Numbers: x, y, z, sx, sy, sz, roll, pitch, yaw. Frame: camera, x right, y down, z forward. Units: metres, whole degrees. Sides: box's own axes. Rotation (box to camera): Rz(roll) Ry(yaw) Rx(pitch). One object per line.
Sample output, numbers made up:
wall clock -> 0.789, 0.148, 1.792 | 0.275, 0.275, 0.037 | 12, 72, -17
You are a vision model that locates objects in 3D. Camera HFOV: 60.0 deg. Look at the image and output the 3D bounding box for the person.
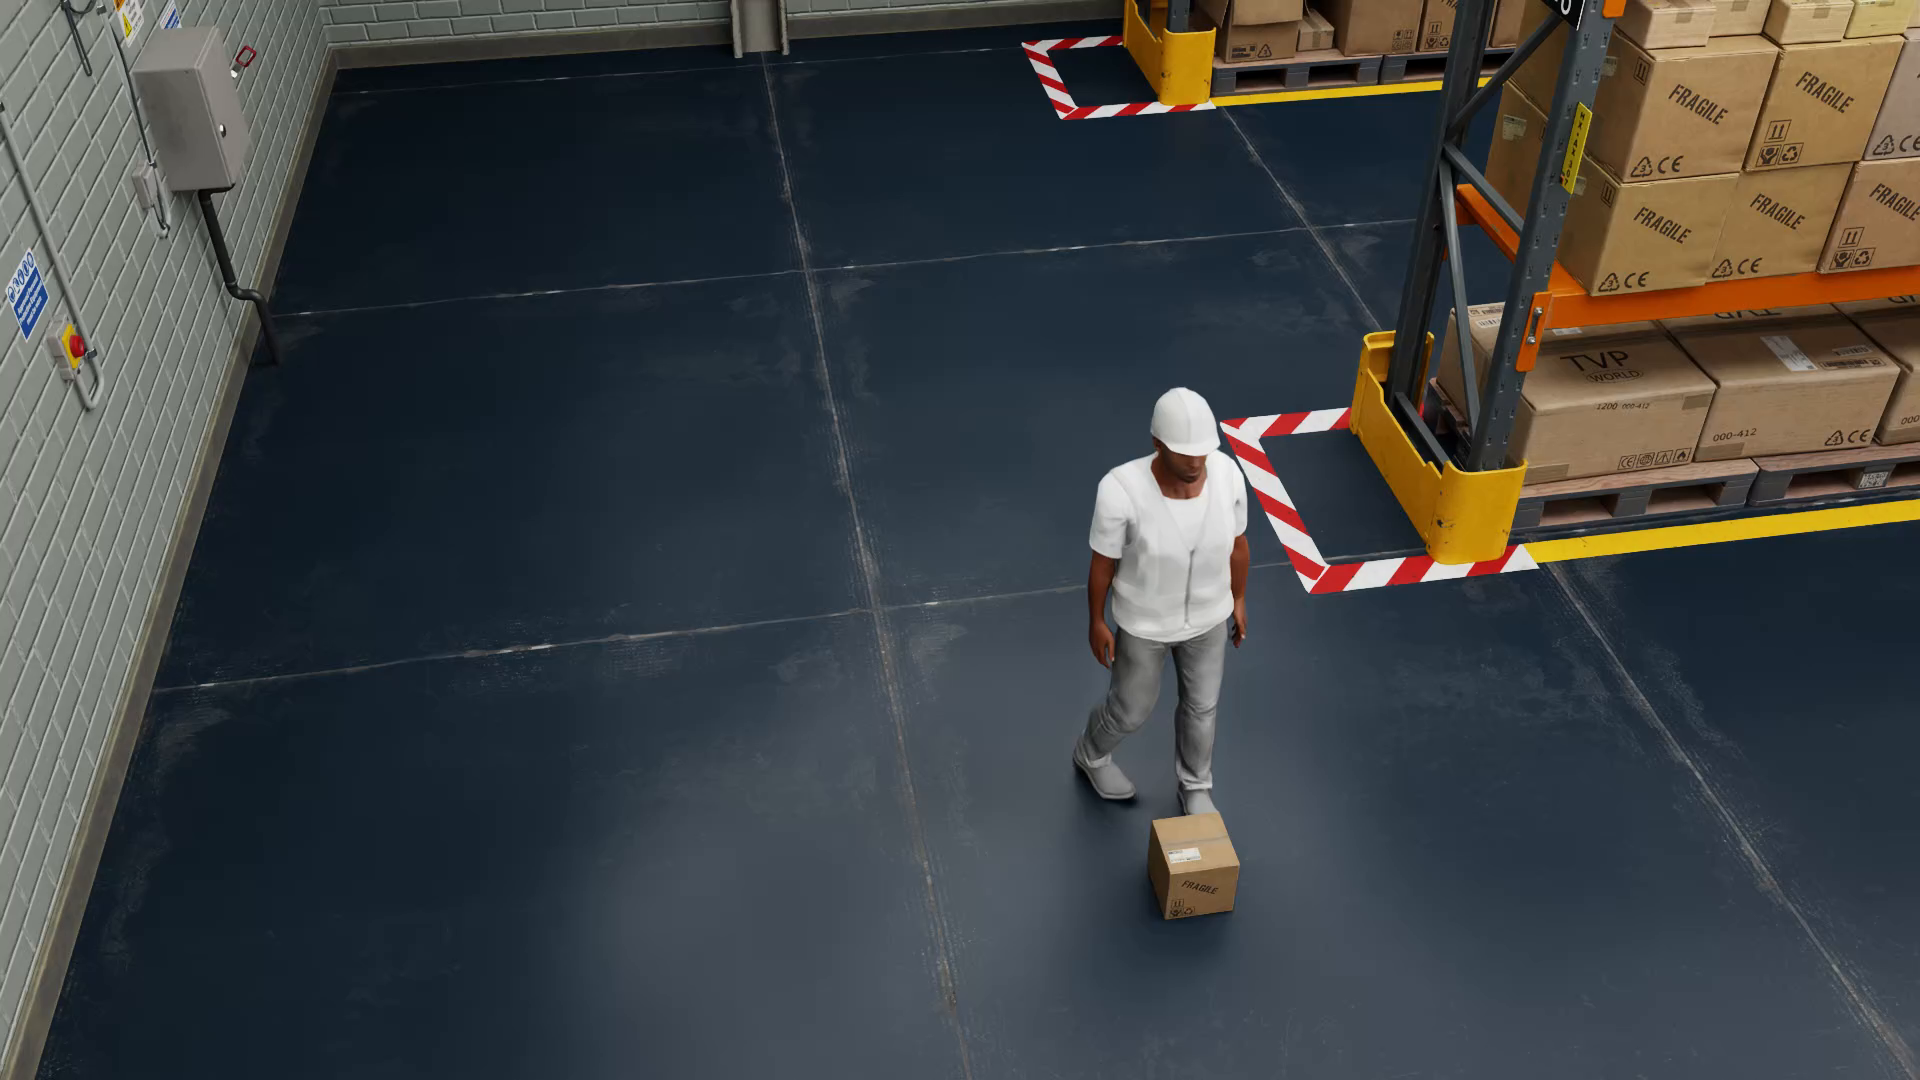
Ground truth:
person -> 0.749, 0.286, 5.768 | 0.587, 1.767, 0.547 | -10, 39, -12
